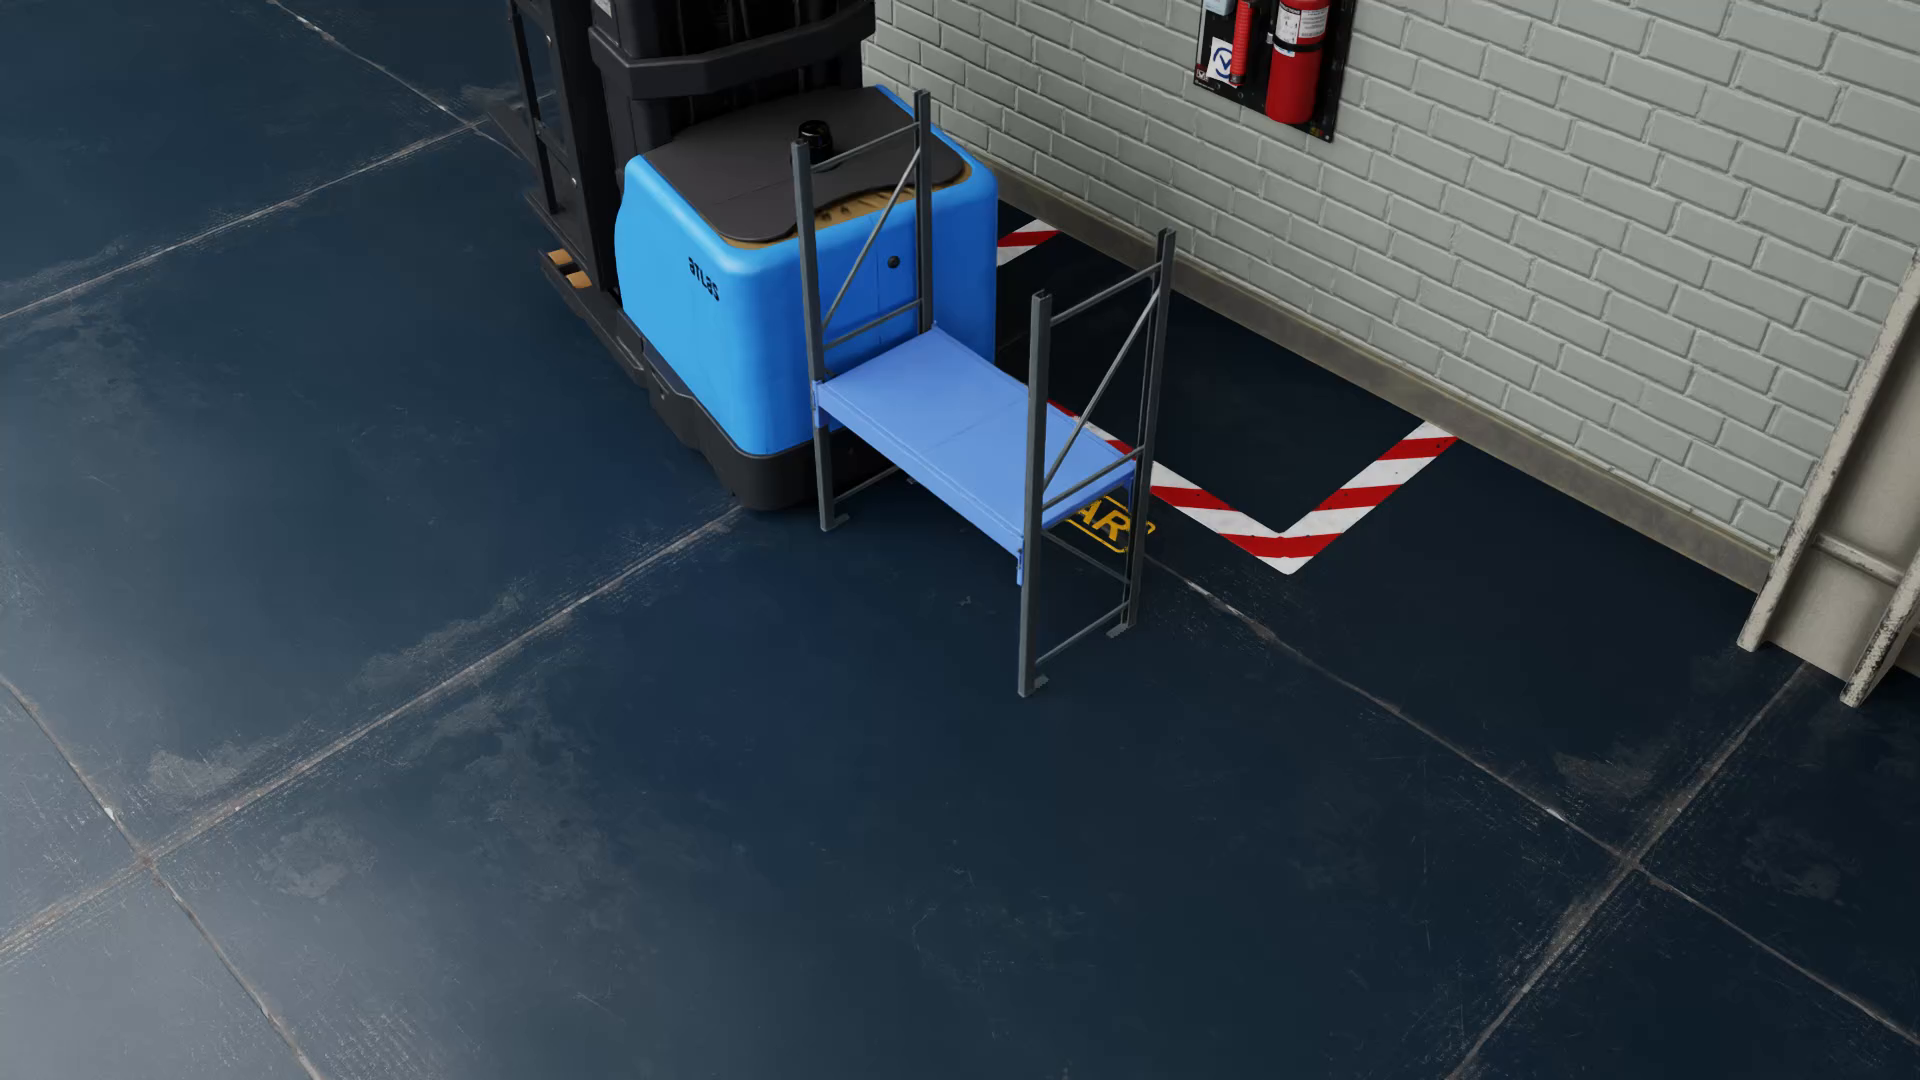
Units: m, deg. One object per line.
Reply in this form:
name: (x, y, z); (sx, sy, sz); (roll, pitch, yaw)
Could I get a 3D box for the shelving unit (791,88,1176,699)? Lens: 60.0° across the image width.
shelving unit: (0.046, -0.433, 5.113); (0.538, 1.500, 1.048); (-31, 51, -29)

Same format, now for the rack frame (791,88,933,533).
rack frame: (-0.287, -0.693, 5.395); (0.500, 1.500, 0.032); (-31, 51, -29)

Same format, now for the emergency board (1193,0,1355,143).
emergency board: (1.044, -1.950, 5.650); (0.194, 1.169, 0.643); (-34, 53, -31)

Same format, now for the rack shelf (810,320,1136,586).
rack shelf: (0.046, -0.301, 5.235); (0.538, 0.185, 1.000); (-31, 51, -29)

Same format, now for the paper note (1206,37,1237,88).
paper note: (0.967, -1.745, 6.077); (0.016, 0.148, 0.142); (-34, 53, -31)

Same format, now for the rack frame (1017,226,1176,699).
rack frame: (0.380, -0.172, 4.832); (0.500, 1.500, 0.032); (-31, 51, -29)

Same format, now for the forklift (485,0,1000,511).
forklift: (-1.071, -2.153, 5.921); (1.130, 2.935, 3.031); (-23, 48, -23)
